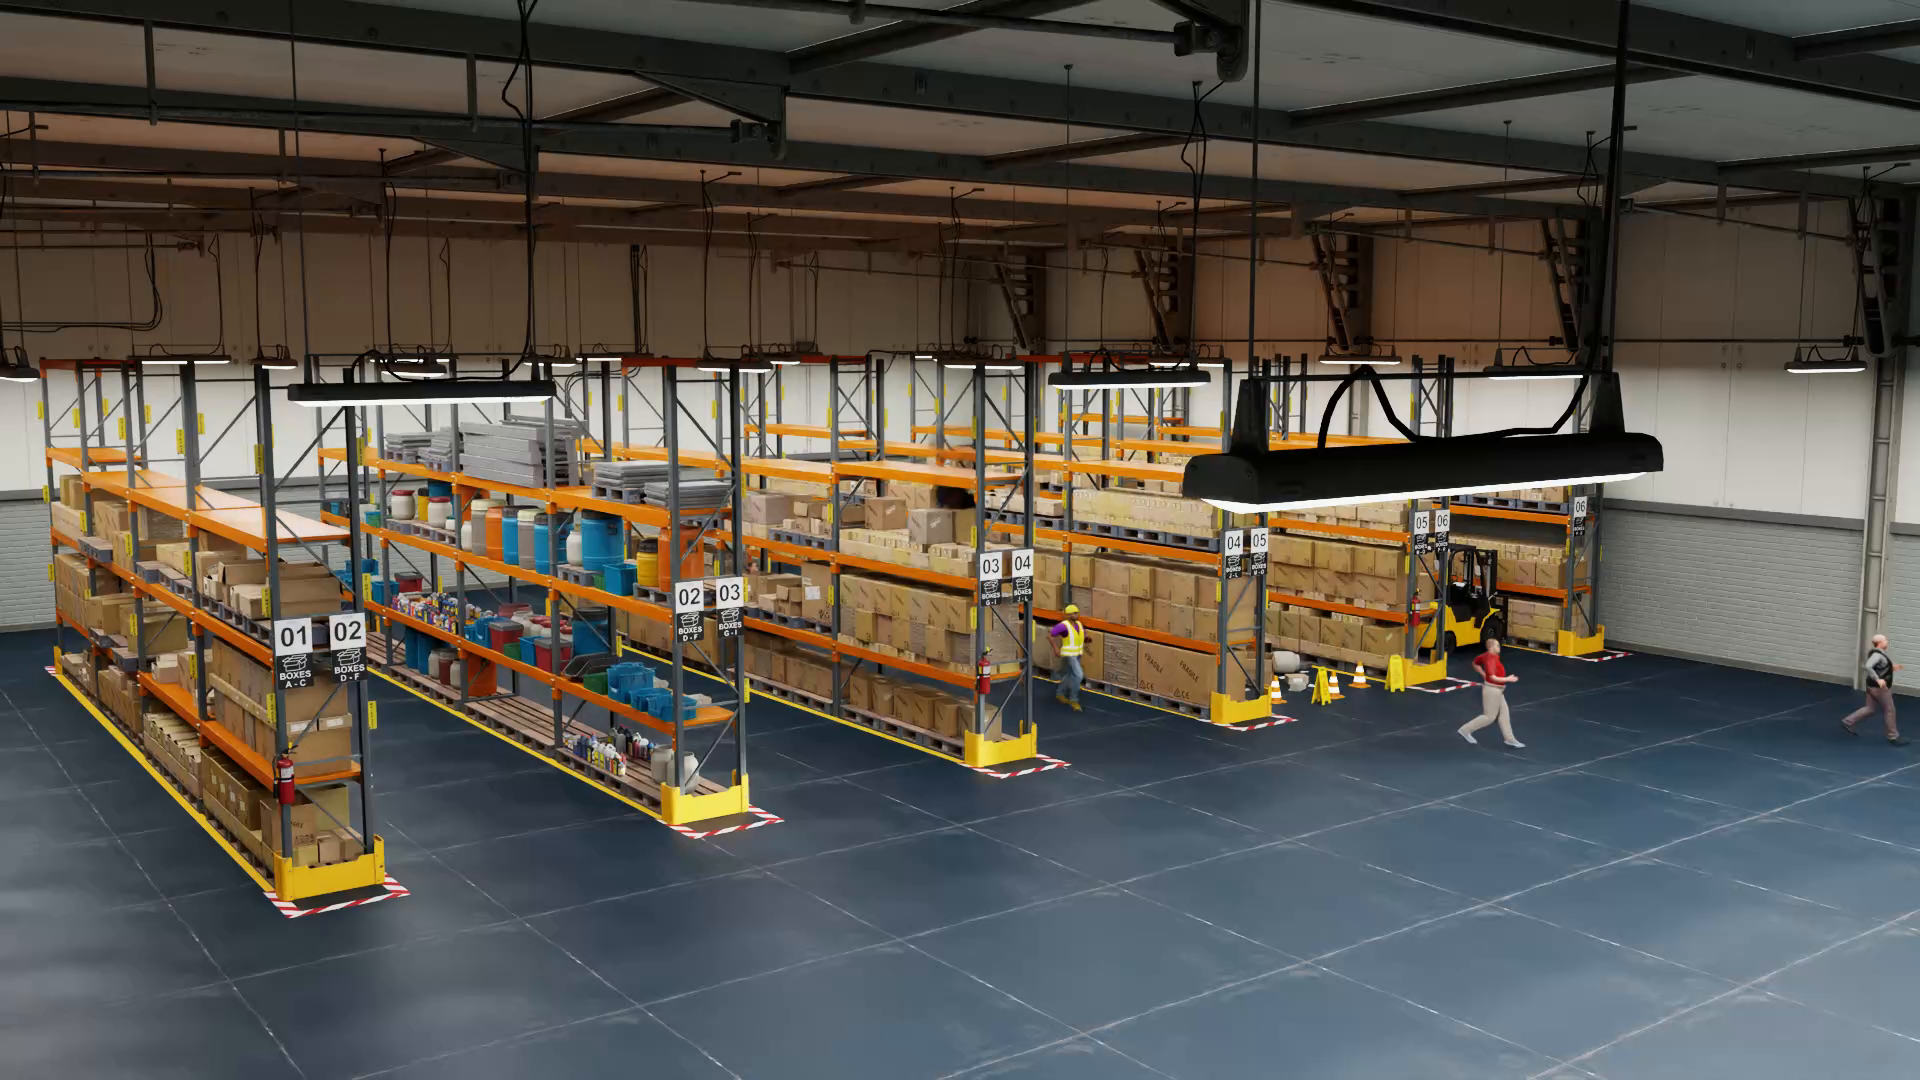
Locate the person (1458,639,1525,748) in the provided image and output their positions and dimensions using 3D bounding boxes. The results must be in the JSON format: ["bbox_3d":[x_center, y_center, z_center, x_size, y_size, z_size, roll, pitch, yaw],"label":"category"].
[{"bbox_3d":[8.277,2.379,25.813,1.032,1.714,0.675,1,7,12],"label":"person"}]

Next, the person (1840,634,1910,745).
[{"bbox_3d":[14.413,2.326,26.109,0.970,1.705,0.656,2,7,18],"label":"person"}]

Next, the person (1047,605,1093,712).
[{"bbox_3d":[1.929,2.025,28.632,0.770,1.831,0.678,5,9,38],"label":"person"}]

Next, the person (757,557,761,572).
[{"bbox_3d":[-4.974,0.486,42.117,0.739,1.665,0.684,0,7,1],"label":"person"}]

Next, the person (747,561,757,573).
[{"bbox_3d":[-4.343,1.293,34.955,0.555,1.708,0.840,-6,9,-42],"label":"person"}]
